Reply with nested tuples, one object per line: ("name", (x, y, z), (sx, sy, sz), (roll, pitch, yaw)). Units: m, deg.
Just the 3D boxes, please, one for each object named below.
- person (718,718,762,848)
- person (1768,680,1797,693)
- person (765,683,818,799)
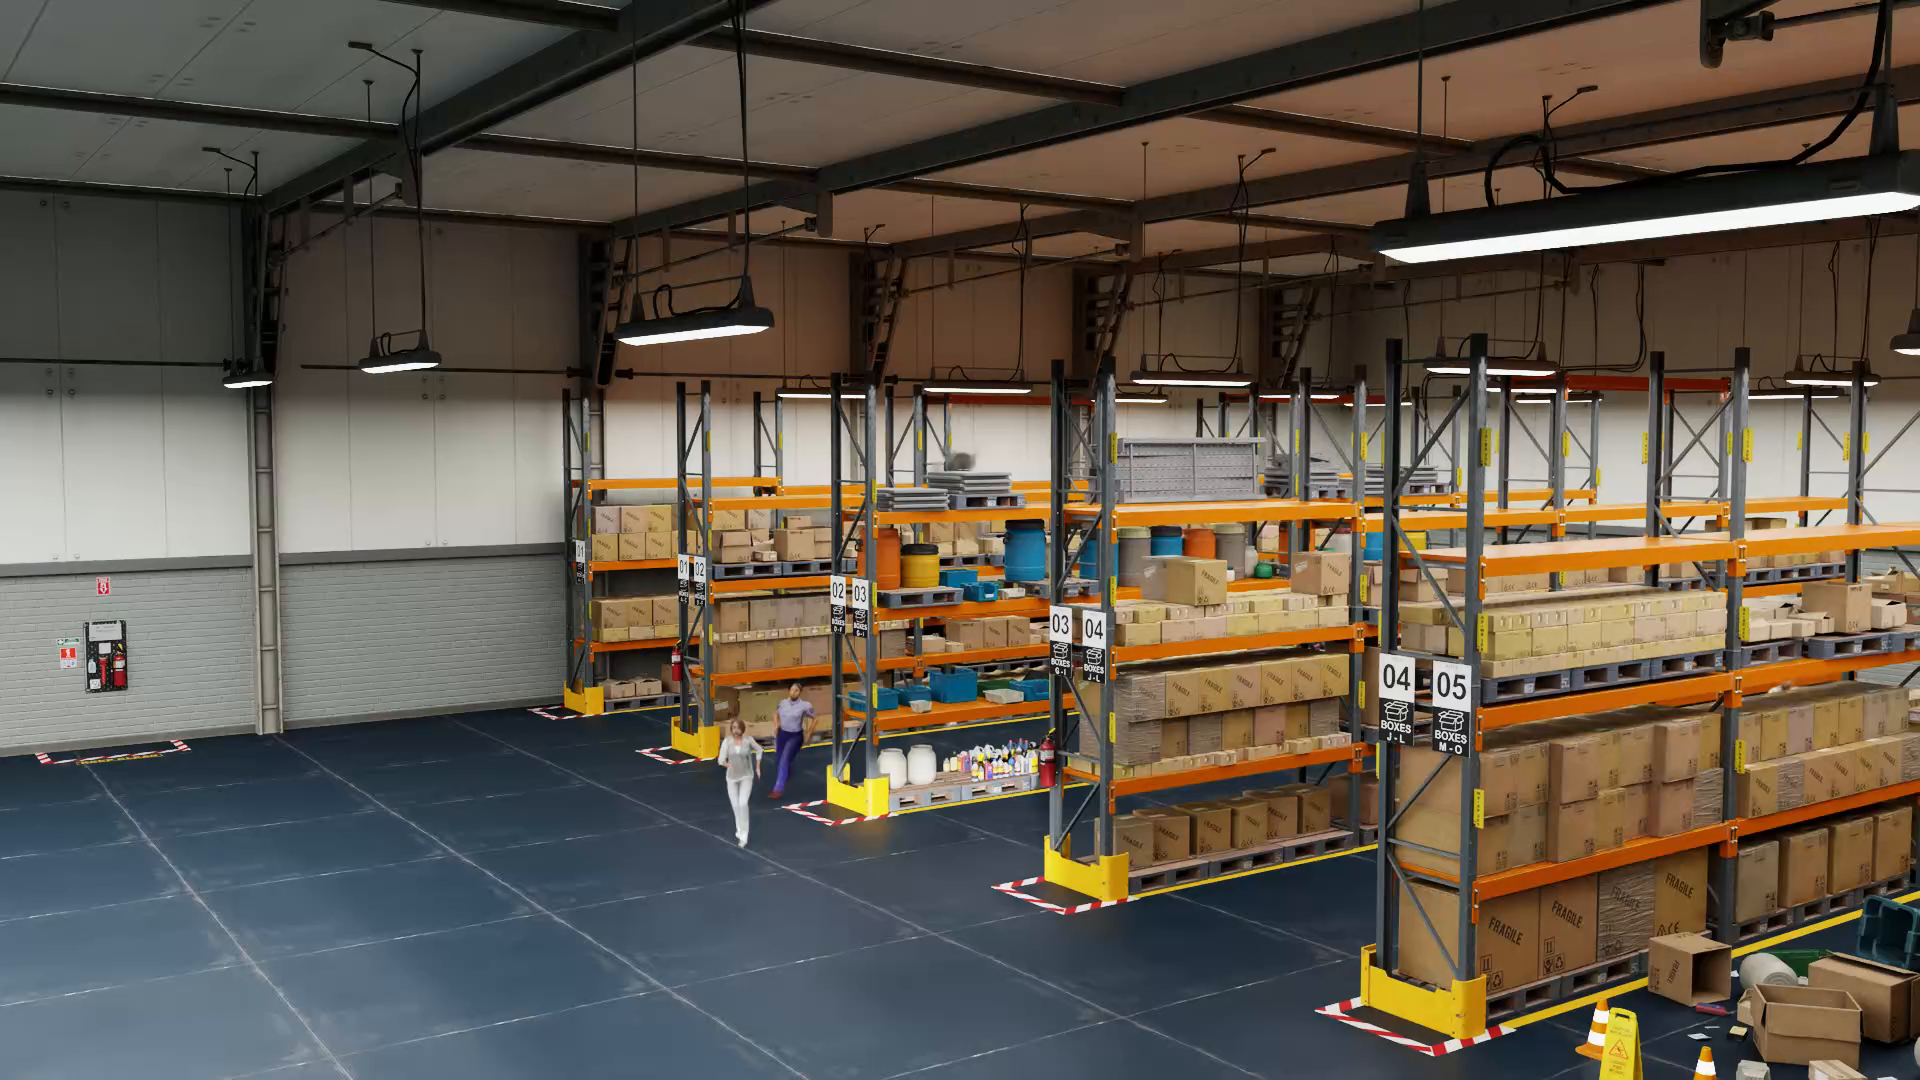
("person", (-2.763, 3.028, 20.837), (0.503, 1.620, 0.760), (0, 4, 4))
("person", (11.824, 2.725, 23.848), (0.966, 1.791, 0.648), (-3, 5, -42))
("person", (-2.406, 2.837, 23.723), (0.663, 1.609, 0.885), (2, 4, 23))
